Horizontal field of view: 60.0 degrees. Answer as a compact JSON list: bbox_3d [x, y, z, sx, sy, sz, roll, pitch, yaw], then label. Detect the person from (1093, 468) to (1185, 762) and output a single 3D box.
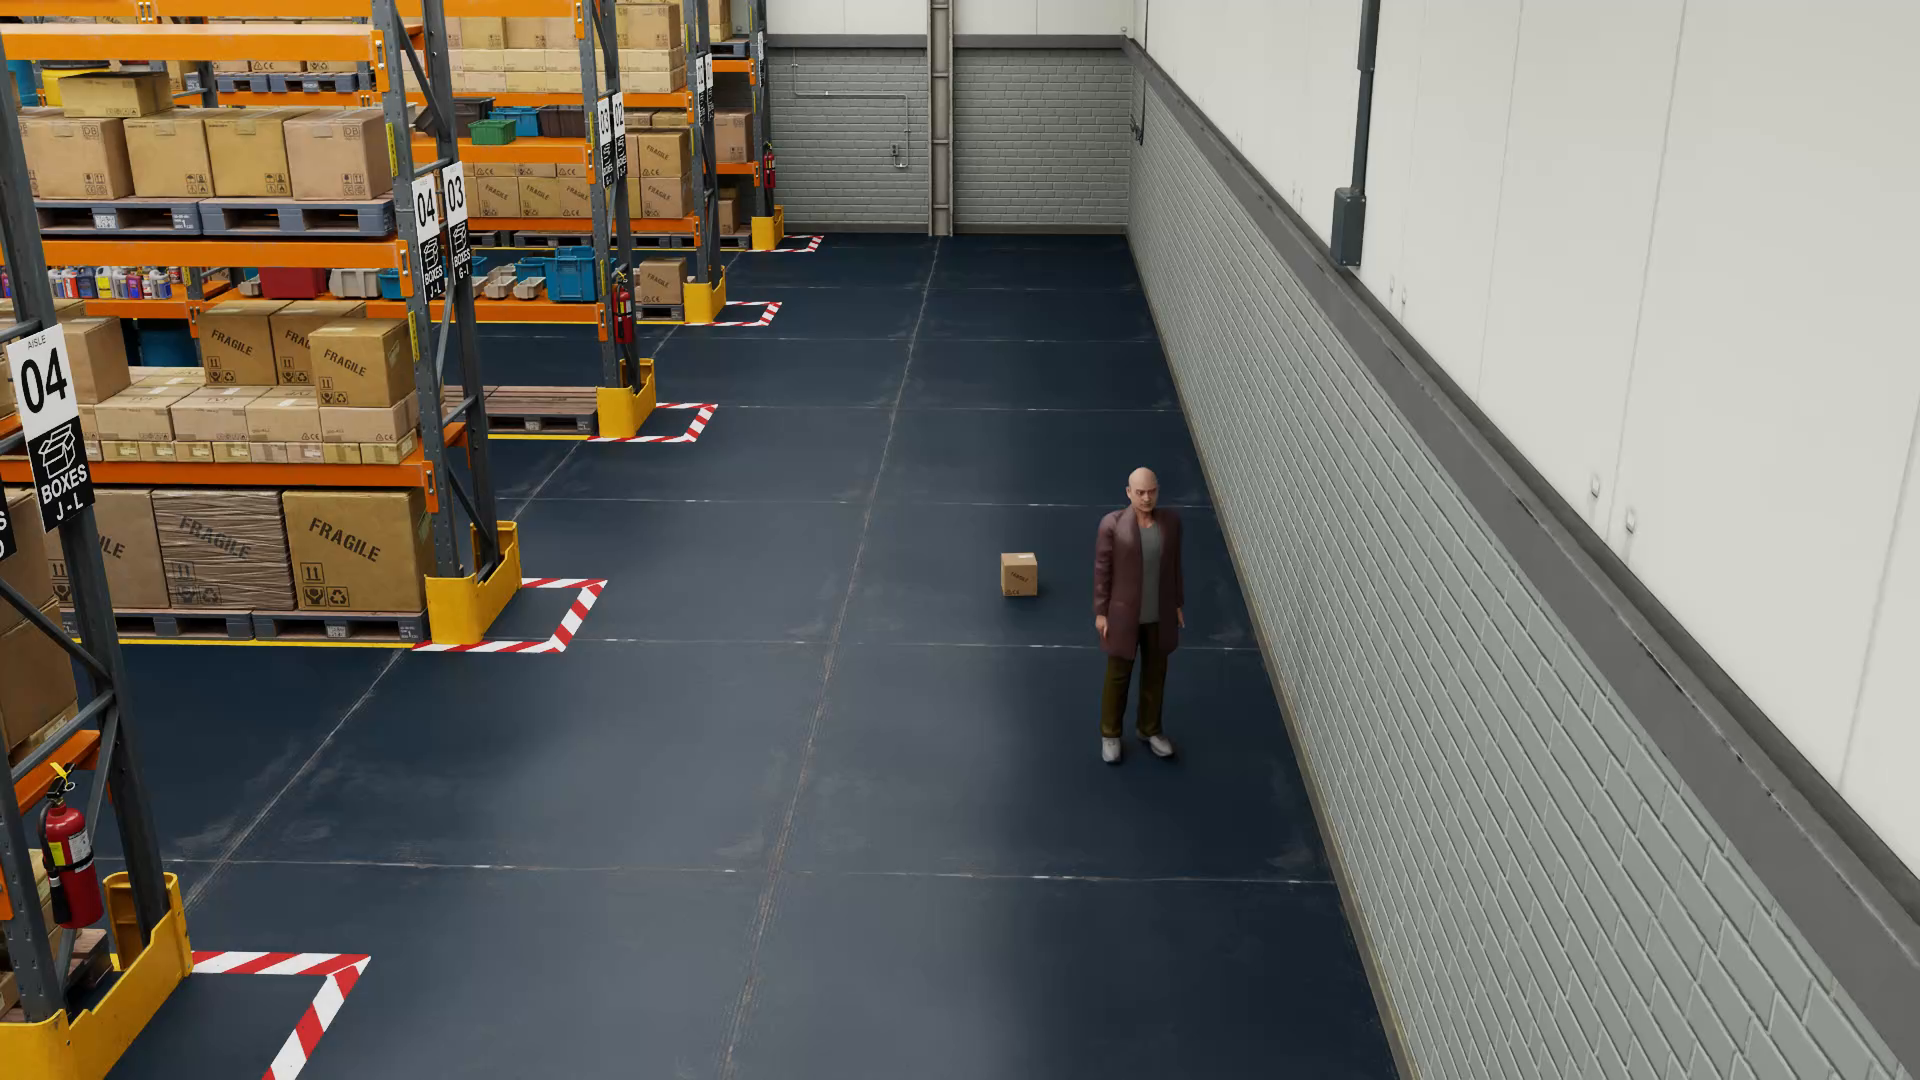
[{"bbox_3d":[1.081,0.444,9.899,0.566,1.783,0.377,-5,21,-13],"label":"person"}]
